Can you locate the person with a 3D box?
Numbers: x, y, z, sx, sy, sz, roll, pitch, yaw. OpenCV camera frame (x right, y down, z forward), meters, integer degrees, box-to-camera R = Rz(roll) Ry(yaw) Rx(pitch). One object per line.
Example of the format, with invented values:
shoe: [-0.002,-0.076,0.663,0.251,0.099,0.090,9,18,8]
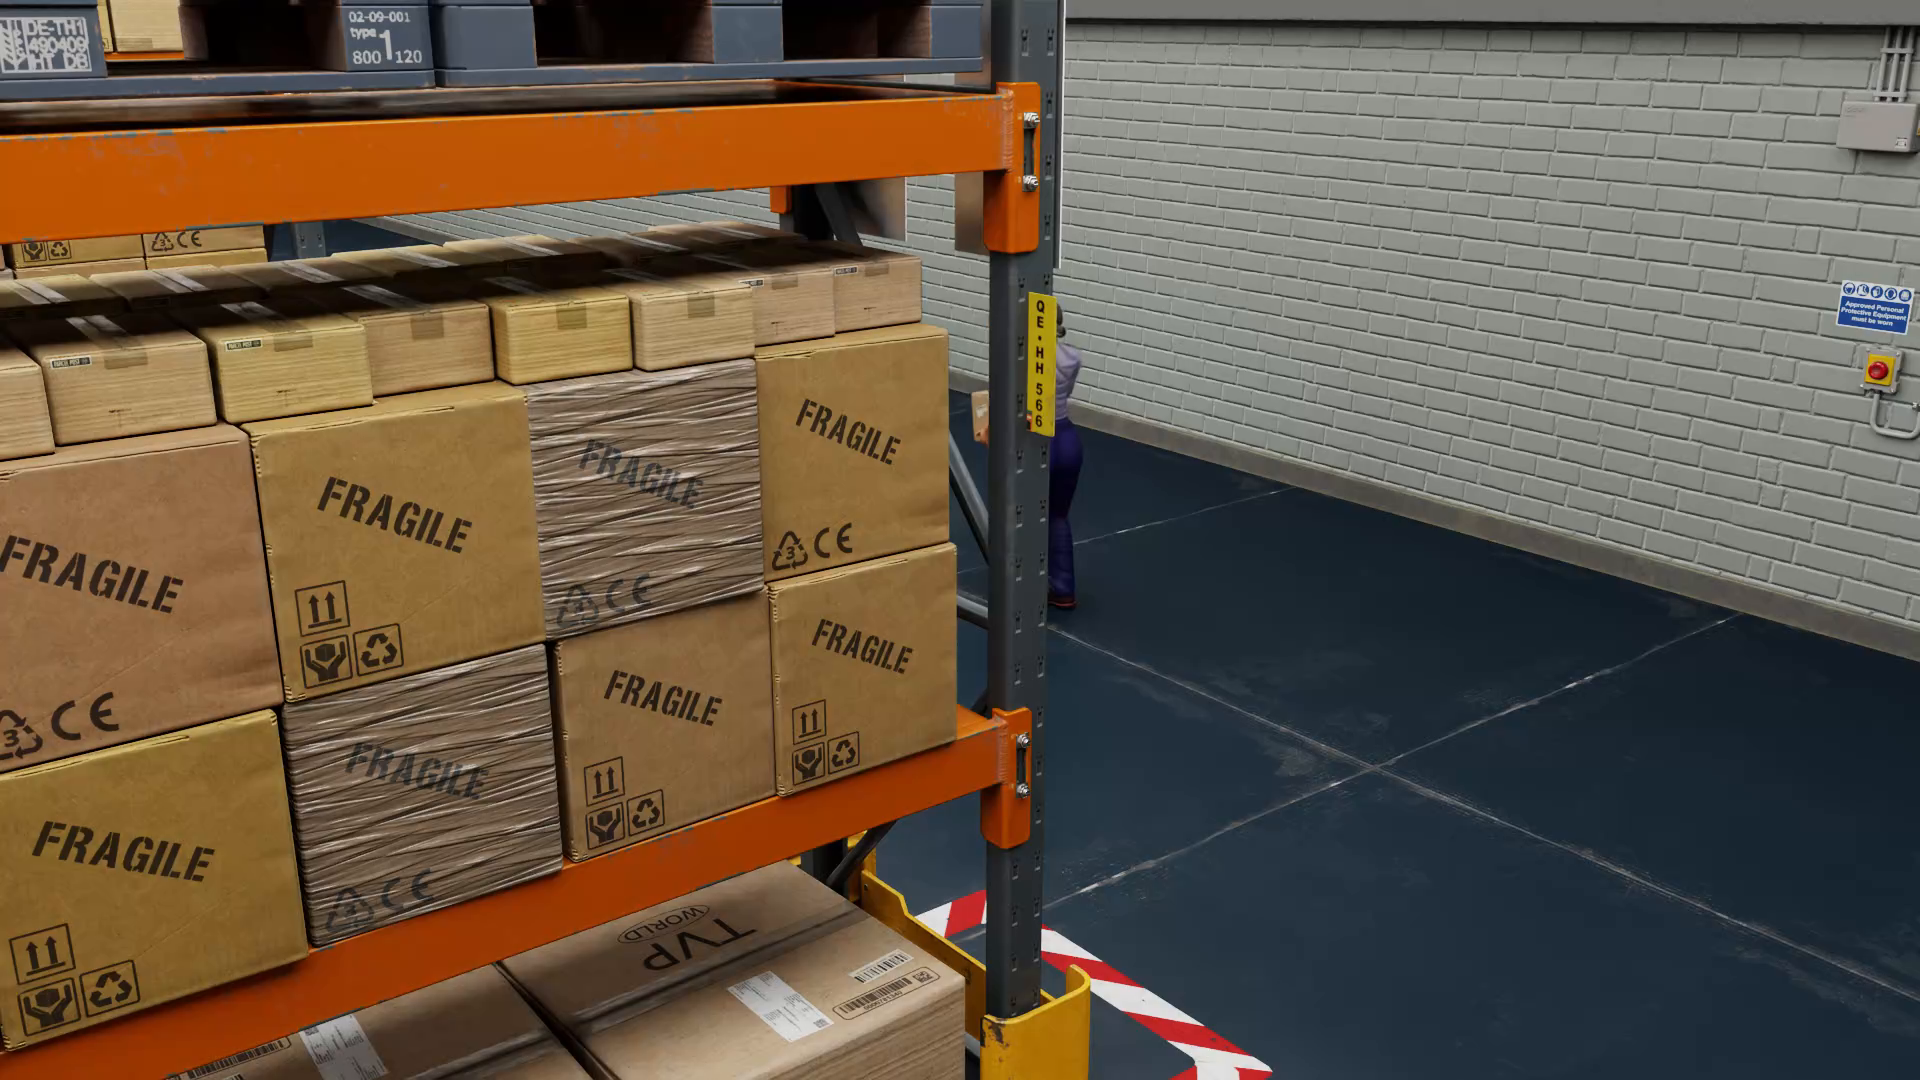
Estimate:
person: [0.345,-0.436,8.449,0.449,1.643,0.522,-13,22,-36]
